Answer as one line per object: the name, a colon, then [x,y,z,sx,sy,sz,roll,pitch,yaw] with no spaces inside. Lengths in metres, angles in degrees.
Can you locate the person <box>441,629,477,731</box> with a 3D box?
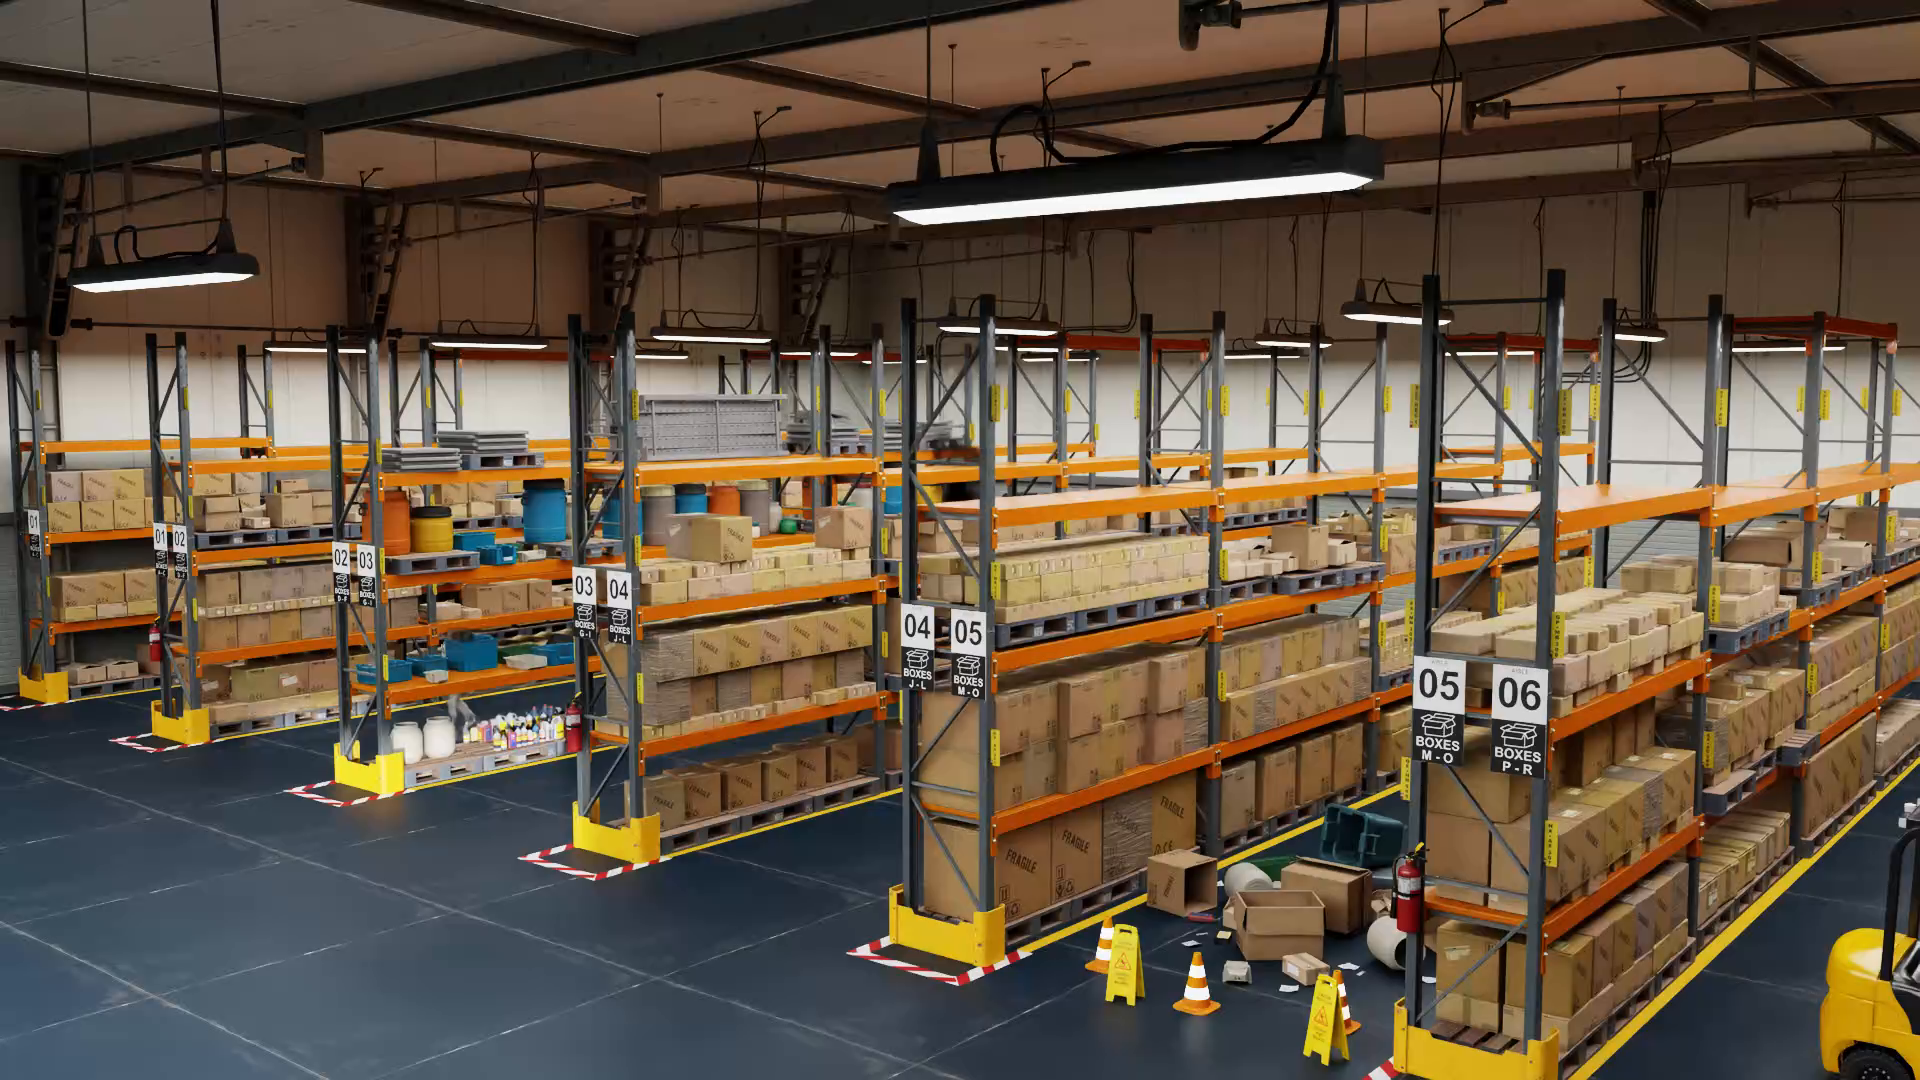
person: [-7.486,2.128,24.737,0.565,1.631,0.778,3,6,29]
